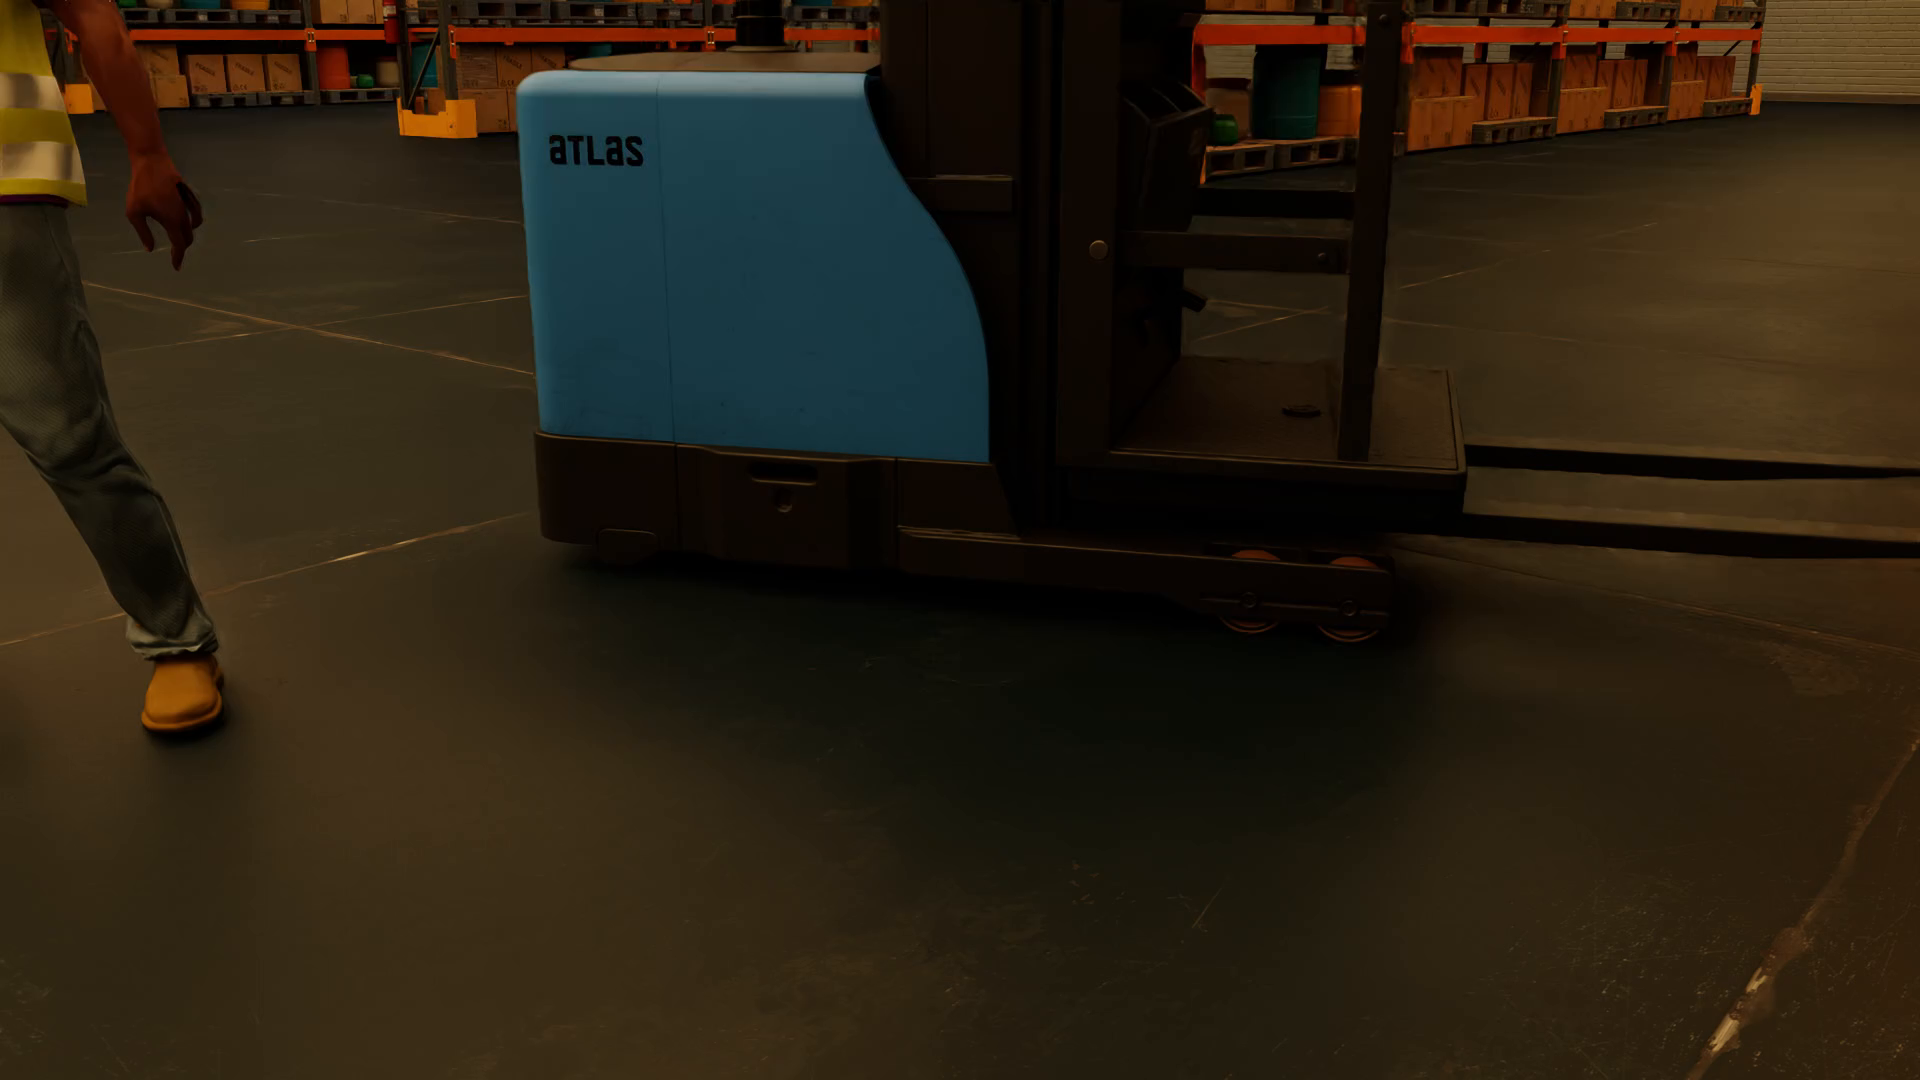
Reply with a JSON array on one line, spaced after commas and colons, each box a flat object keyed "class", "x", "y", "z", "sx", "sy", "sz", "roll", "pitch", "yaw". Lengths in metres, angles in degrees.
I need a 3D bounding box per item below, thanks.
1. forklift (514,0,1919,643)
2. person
[{"class": "forklift", "x": 0.626, "y": -1.371, "z": 3.413, "sx": 3.031, "sy": 2.935, "sz": 1.130, "roll": 4, "pitch": 17, "yaw": 14}, {"class": "person", "x": -1.722, "y": -0.537, "z": 2.742, "sx": 0.906, "sy": 1.726, "sz": 0.411, "roll": 3, "pitch": 17, "yaw": 10}]
